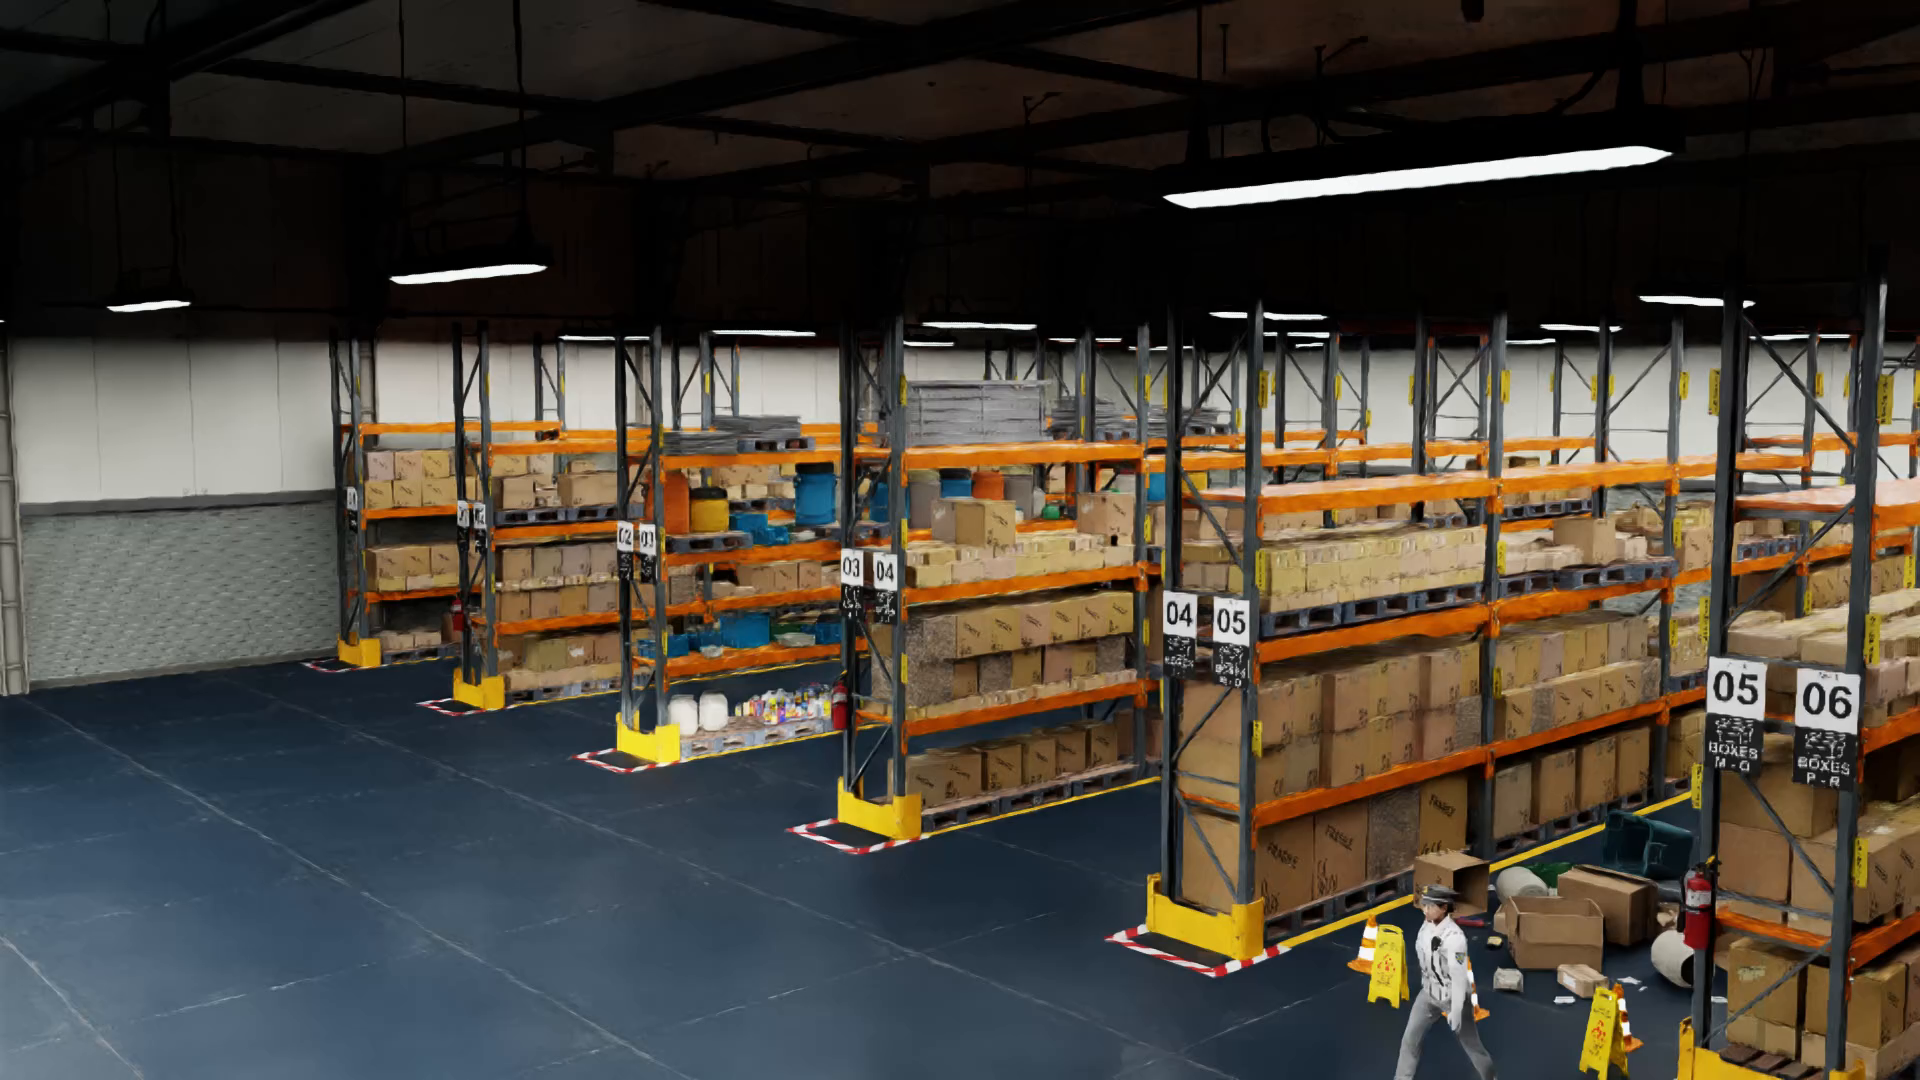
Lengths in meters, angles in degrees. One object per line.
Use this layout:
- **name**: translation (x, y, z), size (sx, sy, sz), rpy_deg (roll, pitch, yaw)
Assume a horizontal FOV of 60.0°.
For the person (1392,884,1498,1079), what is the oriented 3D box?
- **person**: translation (3.389, 3.202, 11.686), size (0.929, 1.623, 0.524), rpy_deg (-2, 6, -18)
